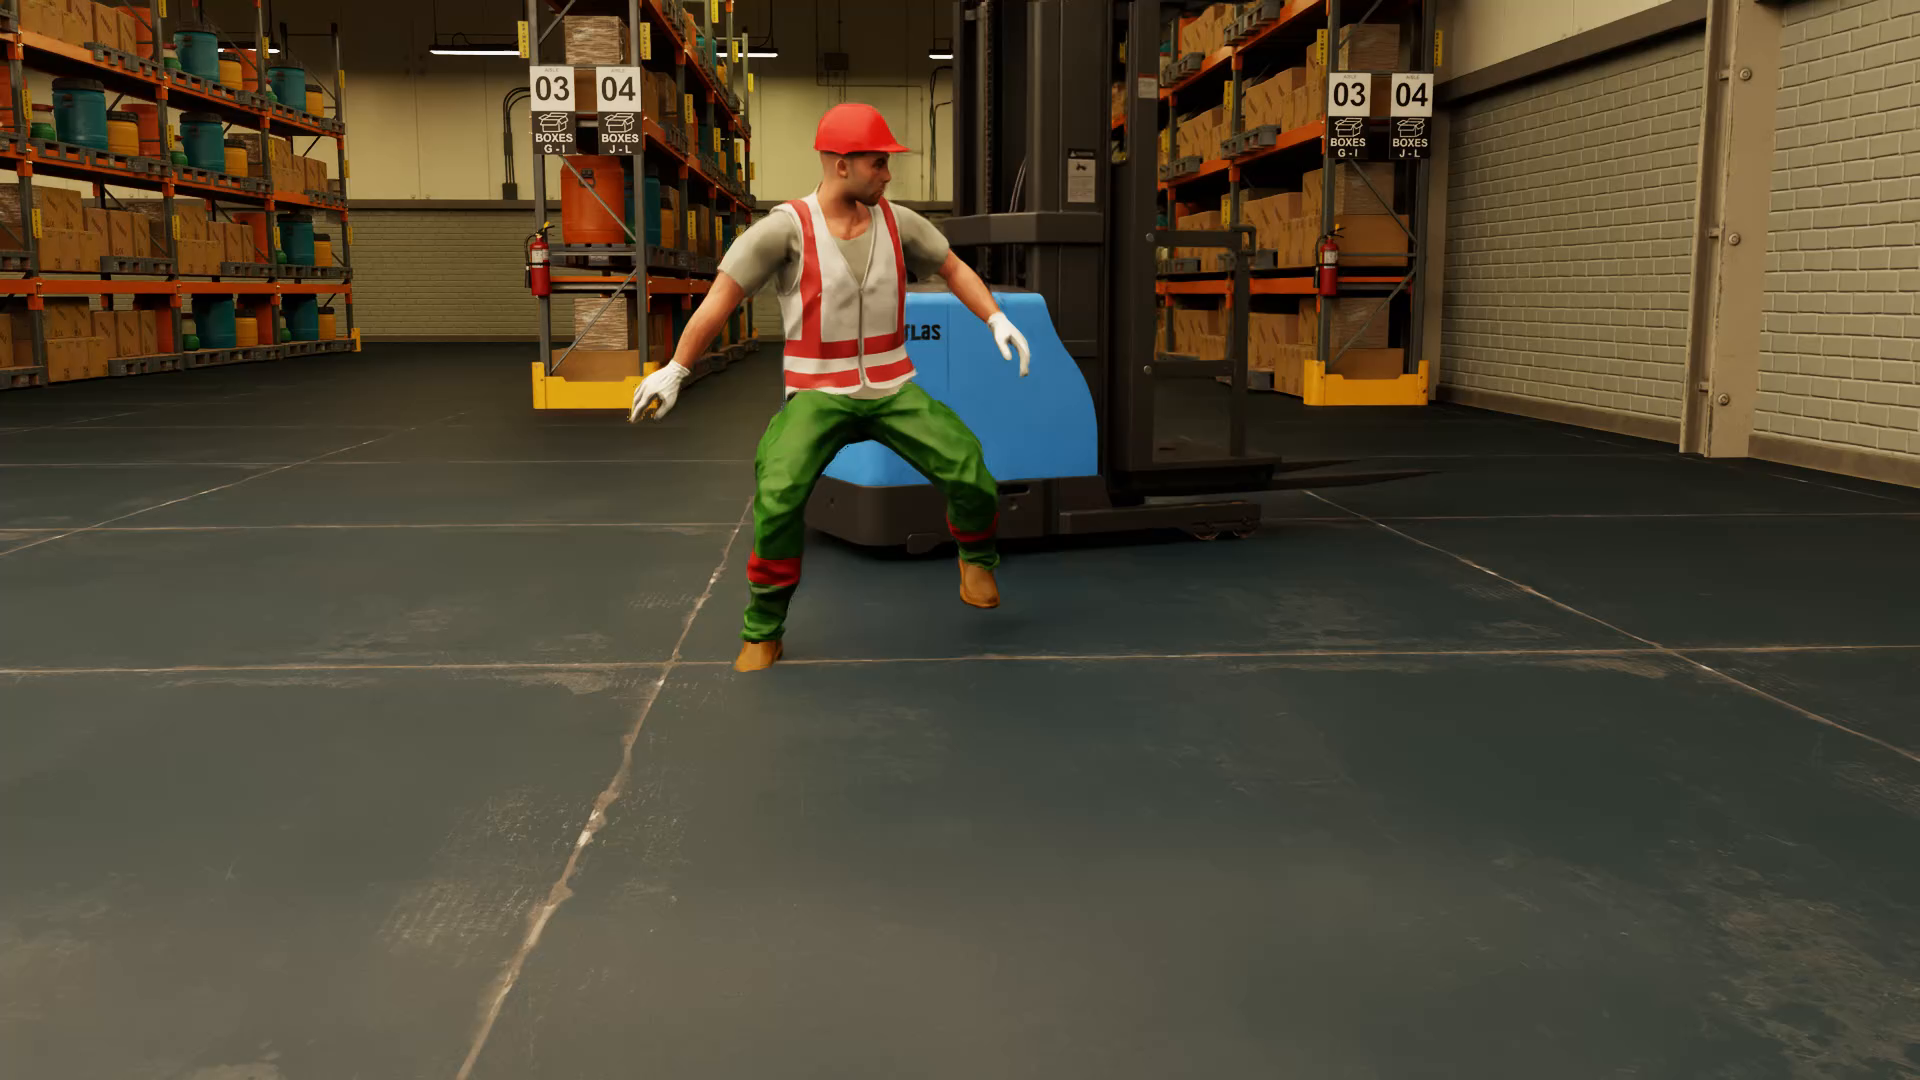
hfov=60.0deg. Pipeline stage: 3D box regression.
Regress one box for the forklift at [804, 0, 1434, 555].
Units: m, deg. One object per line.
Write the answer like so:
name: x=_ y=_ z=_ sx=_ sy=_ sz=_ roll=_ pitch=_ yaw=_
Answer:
forklift: x=0.778 y=-1.511 z=7.509 sx=3.031 sy=2.935 sz=1.130 roll=-4 pitch=9 yaw=-25

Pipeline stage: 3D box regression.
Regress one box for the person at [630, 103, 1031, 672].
person: x=-0.371 y=-0.440 z=4.955 sx=1.189 sy=1.664 sz=0.510 roll=-3 pitch=9 yaw=-20
